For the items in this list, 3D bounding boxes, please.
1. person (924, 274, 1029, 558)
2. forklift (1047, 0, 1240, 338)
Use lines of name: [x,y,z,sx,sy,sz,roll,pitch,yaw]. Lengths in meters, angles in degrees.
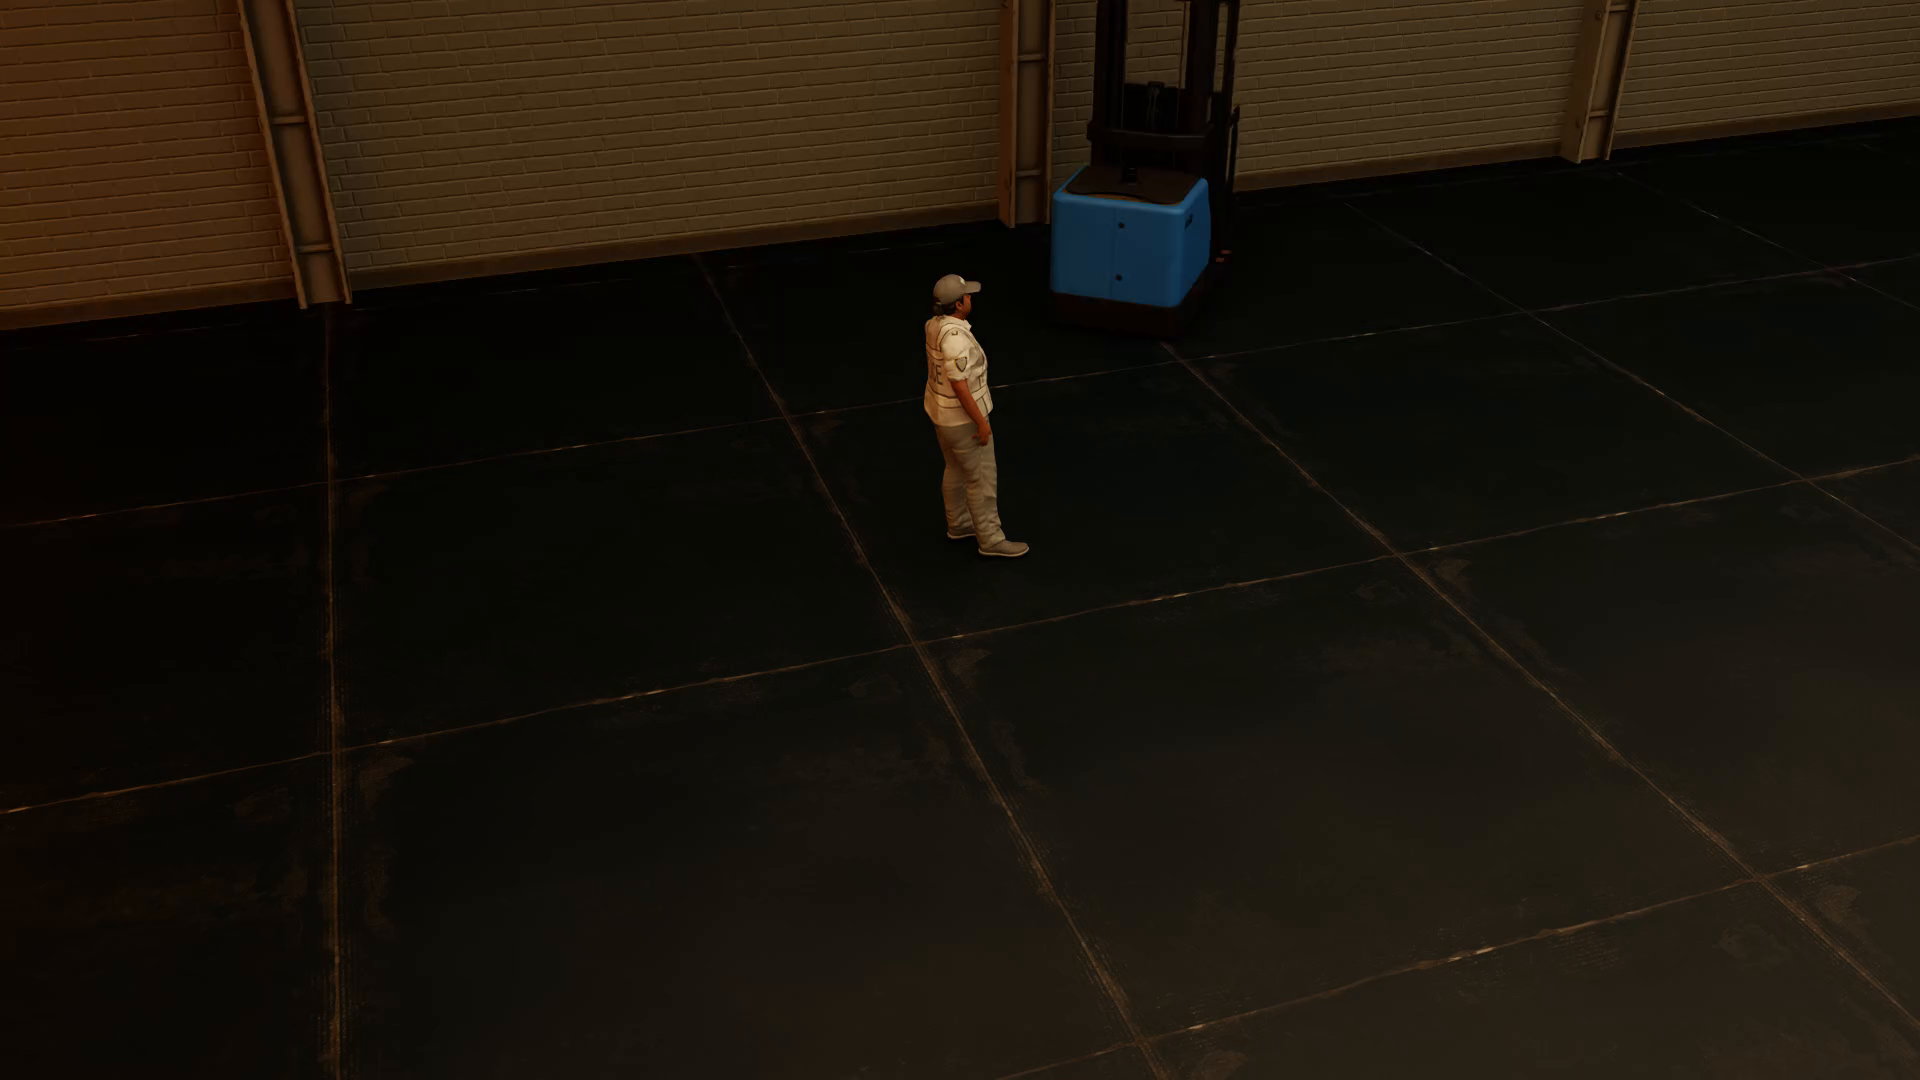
person: [0.080,-0.731,9.609,0.529,1.670,0.598,-10,31,-16]
forklift: [1.664,-3.515,13.197,1.130,2.935,3.031,11,32,18]
